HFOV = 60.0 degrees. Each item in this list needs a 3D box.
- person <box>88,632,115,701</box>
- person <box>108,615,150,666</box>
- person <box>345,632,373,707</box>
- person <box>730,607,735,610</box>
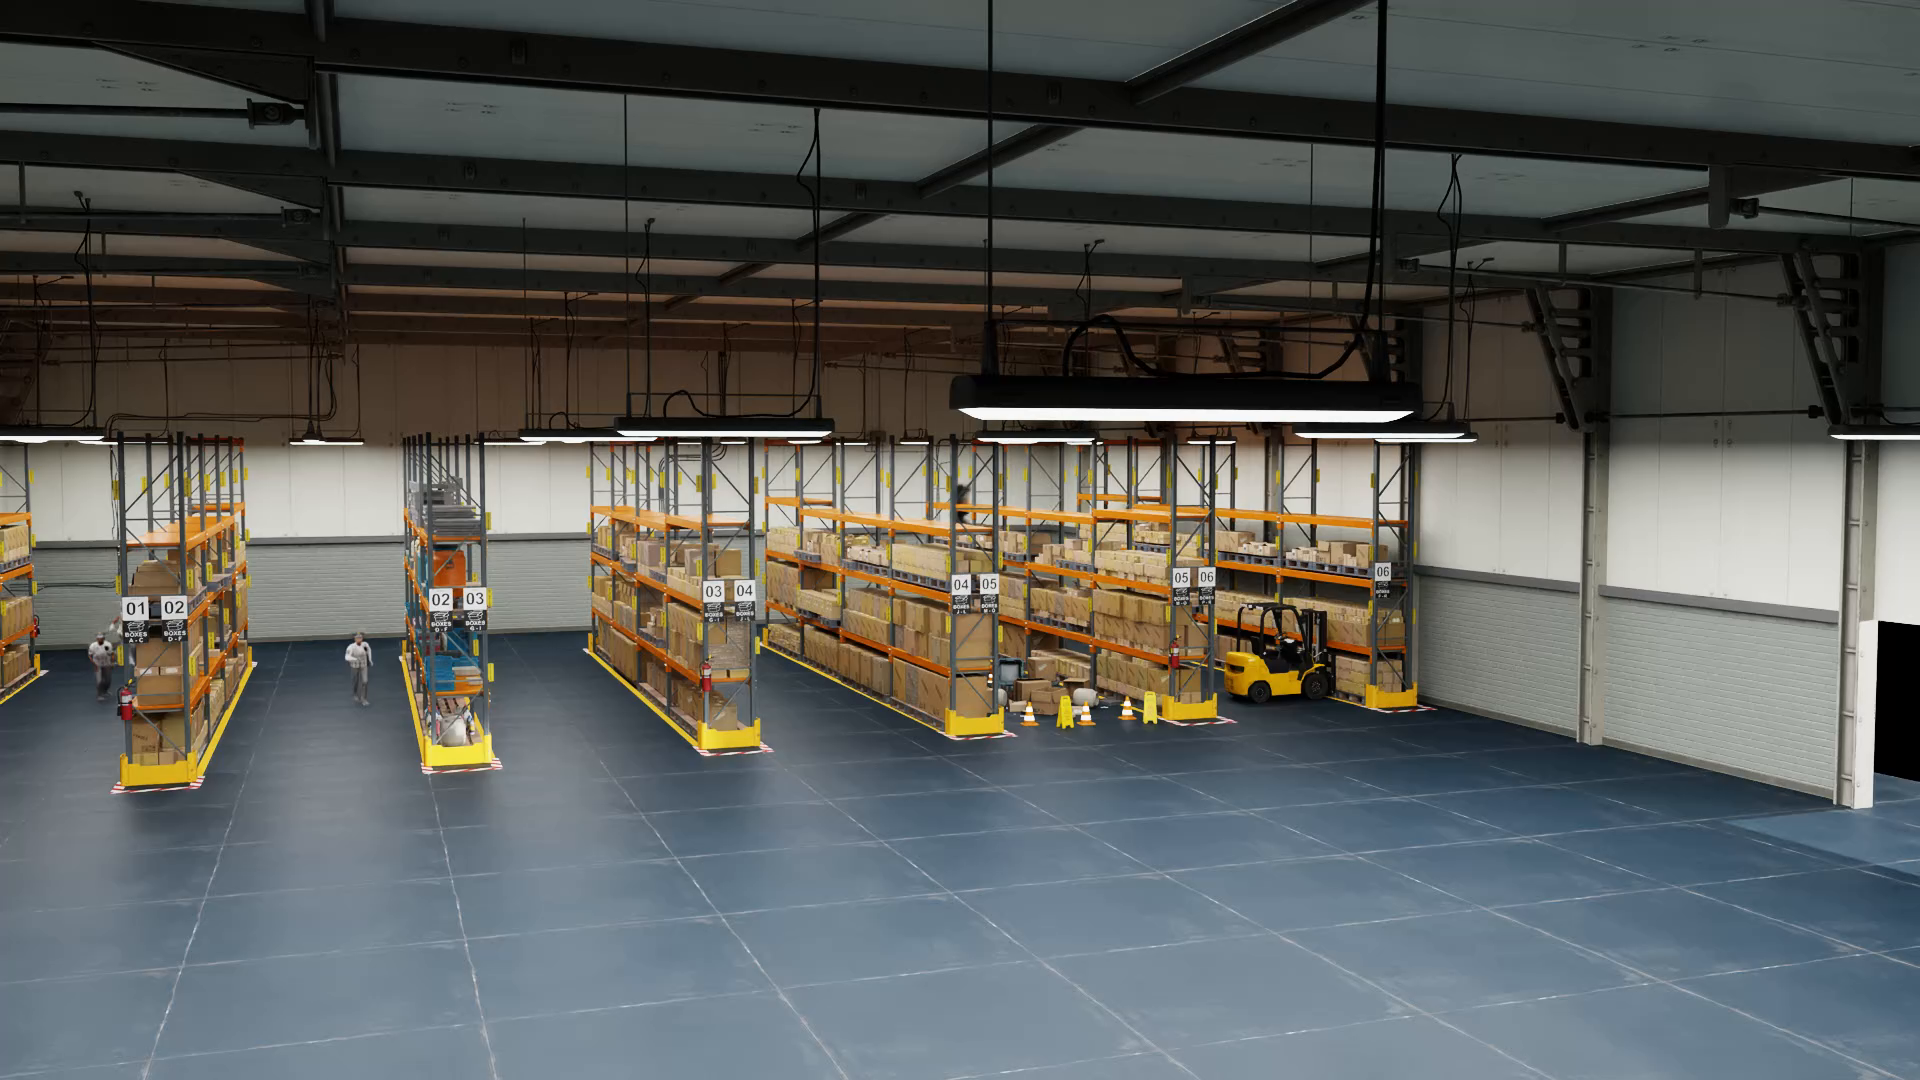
[{"bbox_3d":[-19.470,2.843,37.722,0.580,1.581,0.773,-3,4,-41],"label":"person"},{"bbox_3d":[-21.835,2.499,43.622,1.107,1.575,0.734,0,3,-1],"label":"person"},{"bbox_3d":[-13.387,2.848,37.042,0.598,1.660,0.943,-2,4,-26],"label":"person"},{"bbox_3d":[-6.601,2.179,48.032,0.715,1.756,0.968,0,3,-8],"label":"person"}]
